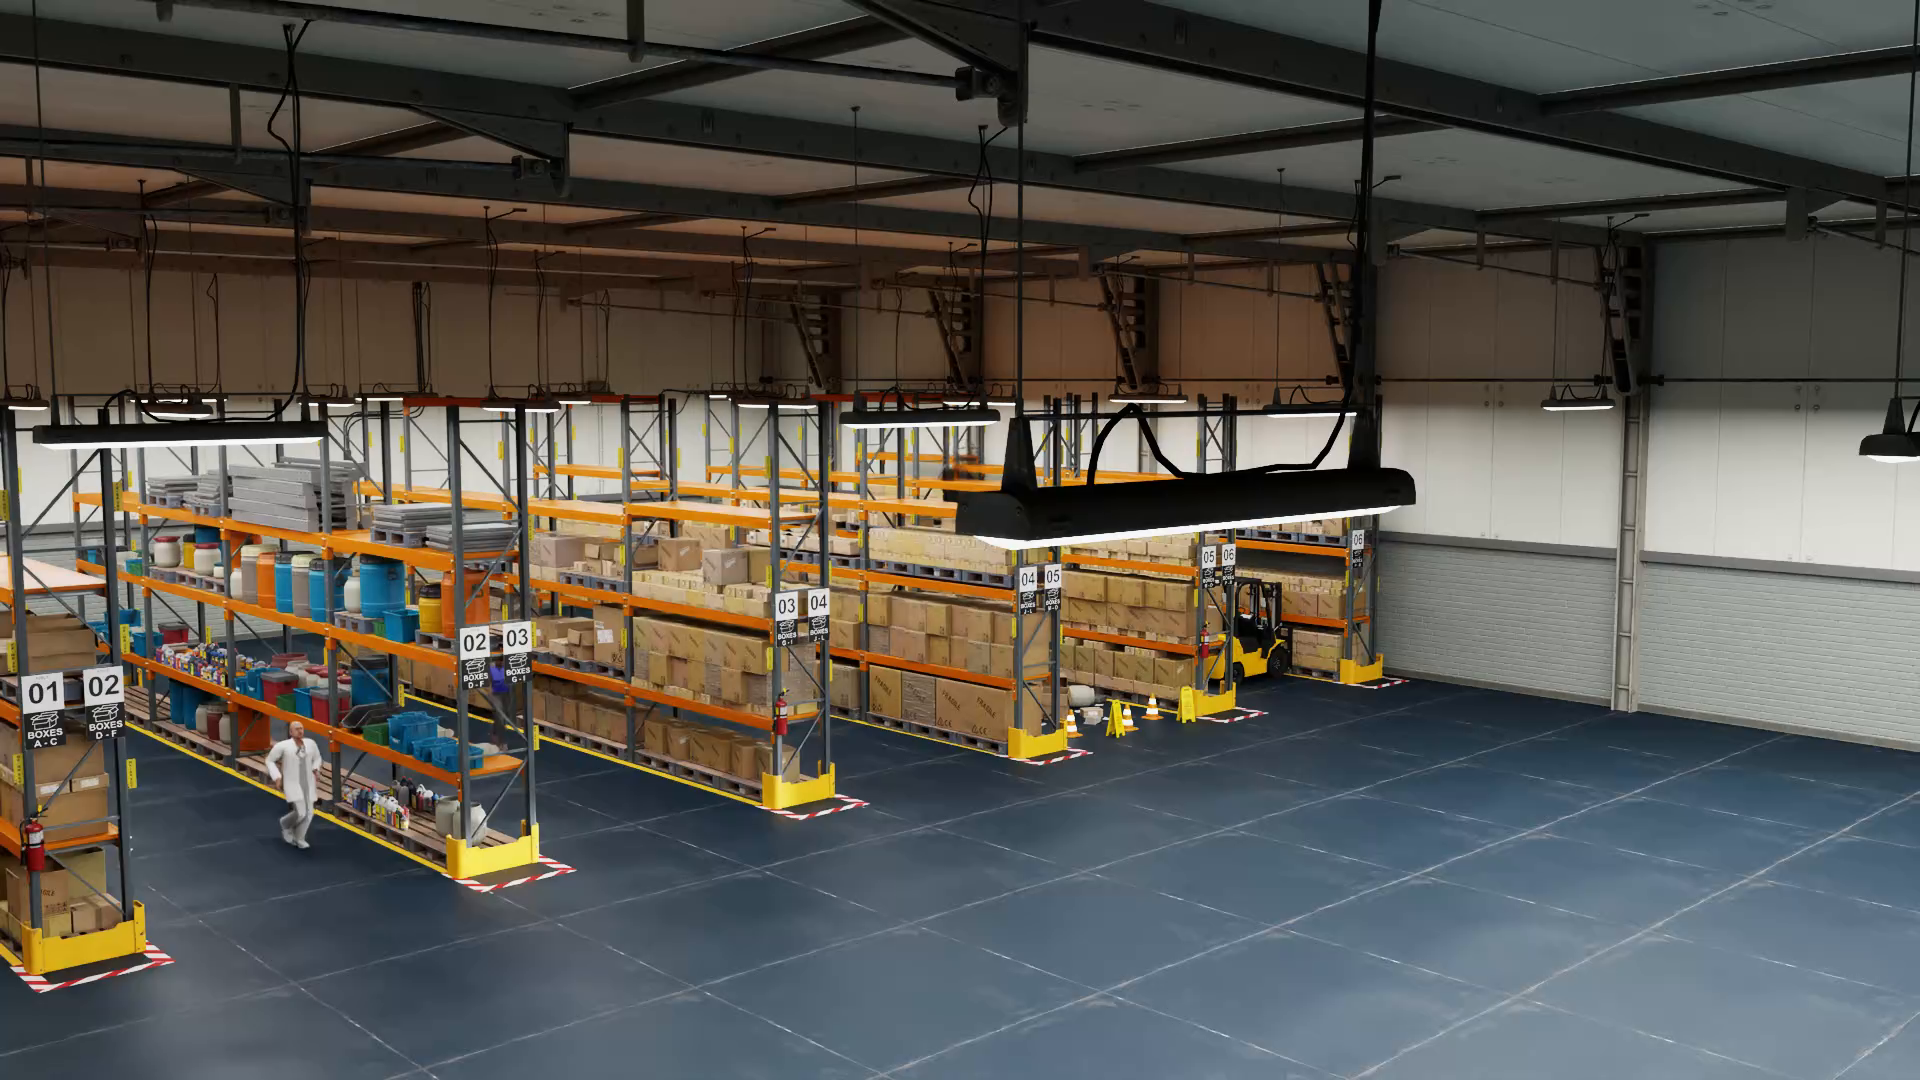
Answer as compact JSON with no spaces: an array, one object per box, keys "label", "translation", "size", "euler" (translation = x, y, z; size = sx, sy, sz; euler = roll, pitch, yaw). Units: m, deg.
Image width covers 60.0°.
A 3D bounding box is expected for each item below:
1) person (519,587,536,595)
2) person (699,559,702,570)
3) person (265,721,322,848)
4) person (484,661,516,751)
[{"label":"person","translation":[-10.560,1.554,40.518],"size":[0.715,1.726,0.571],"euler":[3,6,28]},{"label":"person","translation":[-6.857,1.270,44.244],"size":[0.735,1.642,0.636],"euler":[-3,6,-30]},{"label":"person","translation":[-8.892,3.304,22.389],"size":[0.628,1.732,0.704],"euler":[5,7,42]},{"label":"person","translation":[-7.886,2.757,28.540],"size":[0.556,1.704,0.828],"euler":[-5,7,-41]}]
